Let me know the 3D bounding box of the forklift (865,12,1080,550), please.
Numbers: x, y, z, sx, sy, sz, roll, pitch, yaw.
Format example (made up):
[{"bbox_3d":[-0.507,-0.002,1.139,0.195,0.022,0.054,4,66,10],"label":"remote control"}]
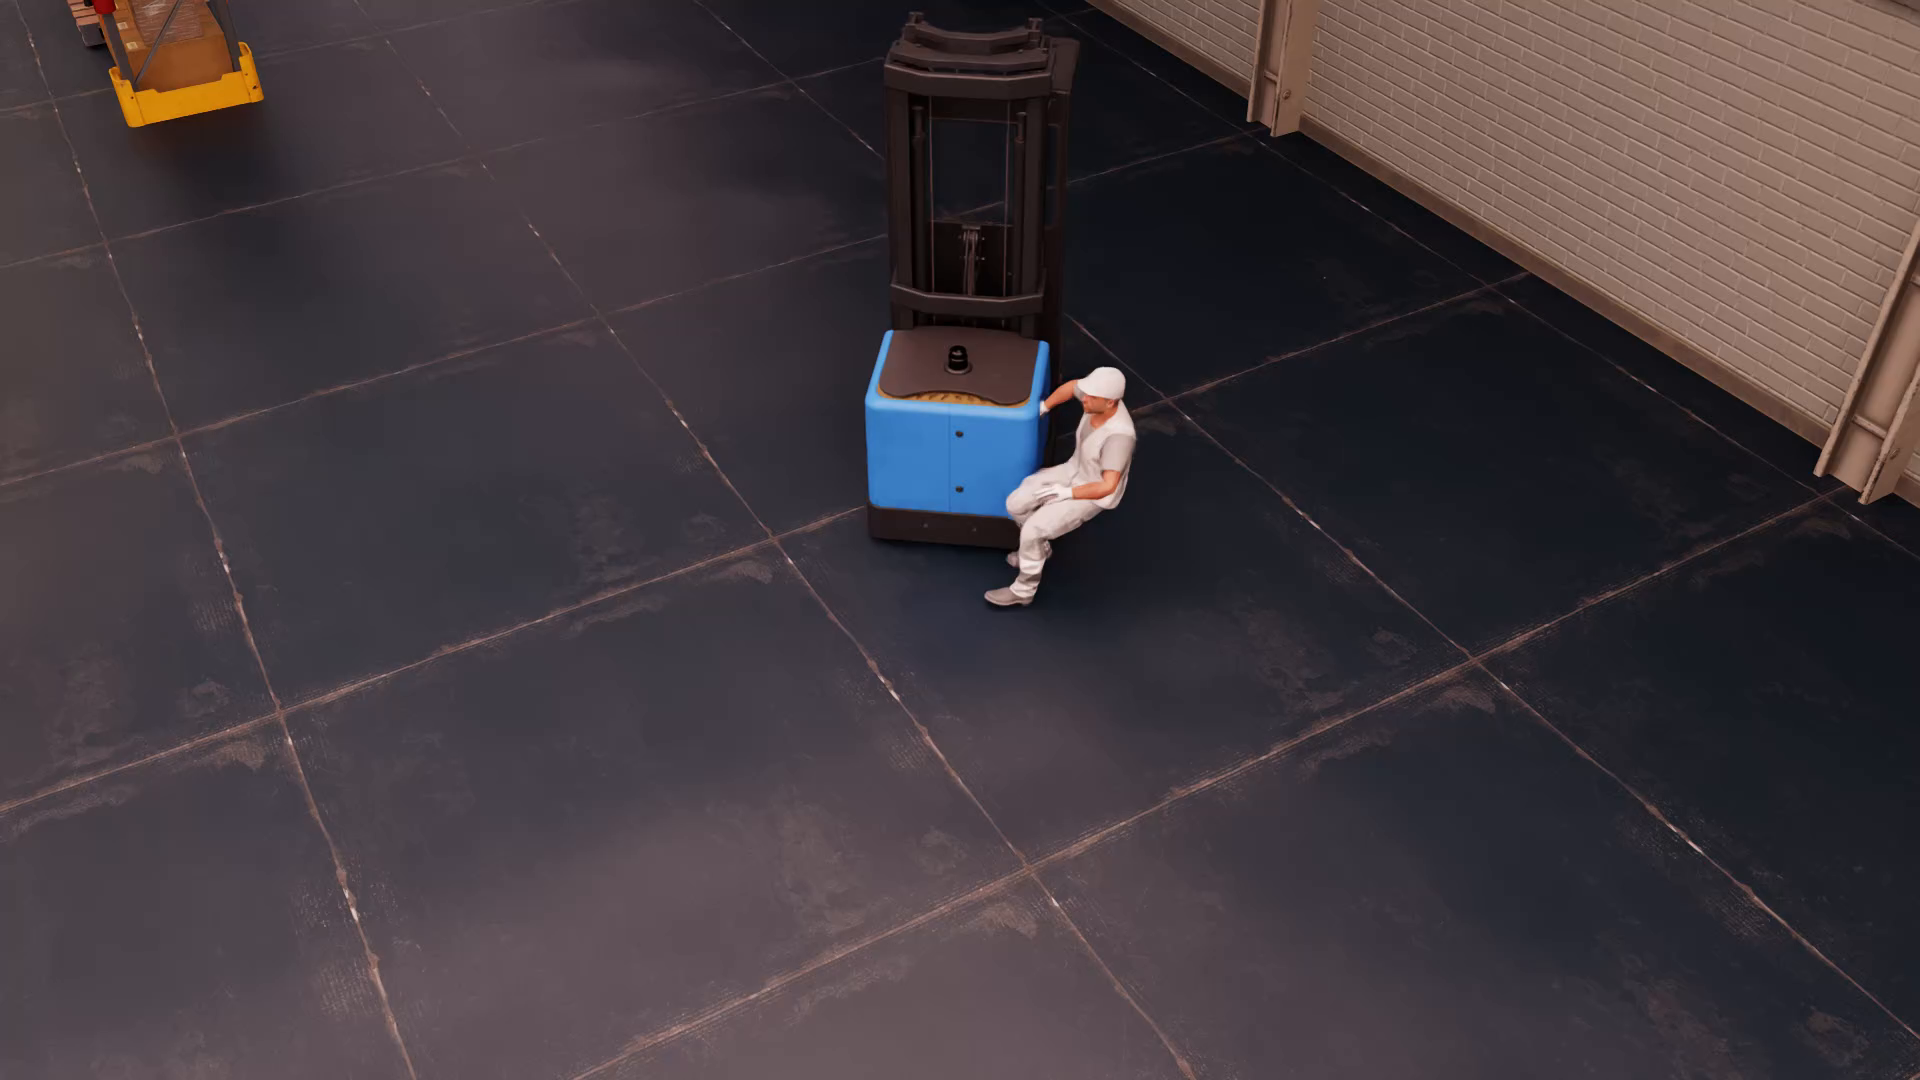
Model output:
[{"bbox_3d":[0.132,-2.006,10.454,1.130,2.935,3.031,5,40,6],"label":"forklift"}]

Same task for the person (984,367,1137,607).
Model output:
[{"bbox_3d":[0.537,-0.328,9.529,0.873,1.543,0.992,-16,42,-18],"label":"person"}]
